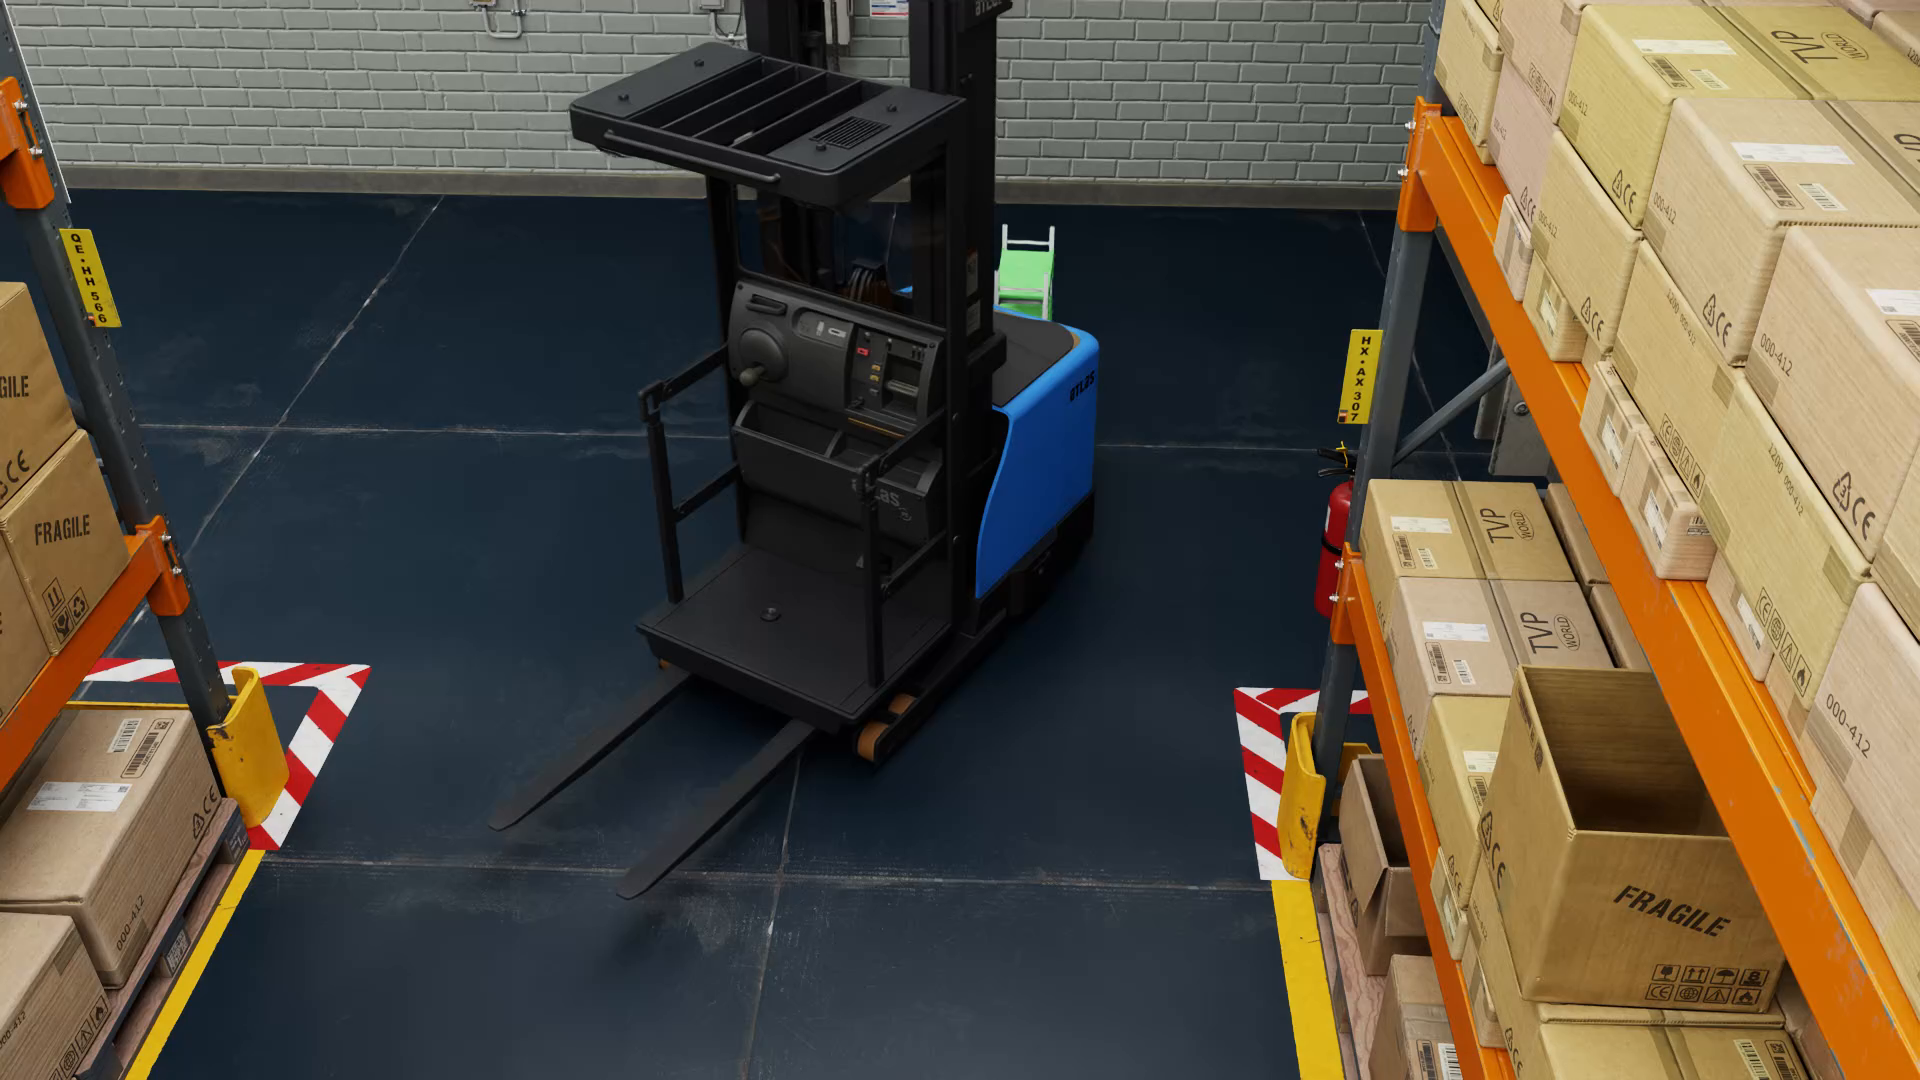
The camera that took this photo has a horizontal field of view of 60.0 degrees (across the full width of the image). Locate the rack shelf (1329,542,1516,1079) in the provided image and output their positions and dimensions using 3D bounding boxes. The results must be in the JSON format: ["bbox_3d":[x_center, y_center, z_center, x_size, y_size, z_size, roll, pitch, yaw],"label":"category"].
[{"bbox_3d":[1.691,1.312,3.900,1.077,0.370,4.000,1,35,2],"label":"rack shelf"}]

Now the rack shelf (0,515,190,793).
[{"bbox_3d":[-3.269,1.199,4.060,1.077,0.370,4.000,1,35,2],"label":"rack shelf"}]

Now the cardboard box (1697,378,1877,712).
[{"bbox_3d":[1.422,0.003,2.400,0.500,0.250,0.500,2,35,3],"label":"cardboard box"}]

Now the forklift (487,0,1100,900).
[{"bbox_3d":[-0.597,-0.637,6.107,1.130,2.935,3.031,20,40,26],"label":"forklift"}]

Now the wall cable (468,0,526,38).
[{"bbox_3d":[-2.985,-3.913,9.798,0.585,1.953,0.123,1,35,2],"label":"wall cable"}]

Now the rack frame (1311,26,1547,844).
[{"bbox_3d":[1.771,-0.132,5.328,1.000,3.000,0.127,1,35,2],"label":"rack frame"}]

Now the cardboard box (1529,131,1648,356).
[{"bbox_3d":[1.448,-0.584,3.236,0.500,0.250,0.500,0,35,0],"label":"cardboard box"}]

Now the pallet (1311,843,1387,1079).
[{"bbox_3d":[1.737,1.511,5.416,1.003,0.211,1.213,1,35,2],"label":"pallet"}]

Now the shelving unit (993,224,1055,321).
[{"bbox_3d":[0.296,-0.832,7.890,0.258,1.200,0.503,3,35,5],"label":"shelving unit"}]

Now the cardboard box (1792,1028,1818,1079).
[{"bbox_3d":[1.936,1.243,3.244,0.500,0.250,0.500,2,35,3],"label":"cardboard box"}]

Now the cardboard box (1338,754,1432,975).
[{"bbox_3d":[1.652,1.067,5.429,0.797,0.503,0.637,0,35,0],"label":"cardboard box"}]

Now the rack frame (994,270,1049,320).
[{"bbox_3d":[0.272,-0.692,7.691,0.240,1.200,0.015,3,35,5],"label":"rack frame"}]

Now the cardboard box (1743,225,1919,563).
[{"bbox_3d":[1.431,-0.204,2.260,0.500,0.250,0.500,2,35,3],"label":"cardboard box"}]

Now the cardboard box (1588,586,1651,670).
[{"bbox_3d":[1.996,0.375,4.480,0.500,0.250,0.500,1,35,2],"label":"cardboard box"}]

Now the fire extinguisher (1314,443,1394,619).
[{"bbox_3d":[1.315,-0.042,5.593,0.296,0.674,0.183,1,35,2],"label":"fire extinguisher"}]

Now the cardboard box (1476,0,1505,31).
[{"bbox_3d":[1.503,-1.374,3.925,0.500,0.250,0.500,1,35,1],"label":"cardboard box"}]

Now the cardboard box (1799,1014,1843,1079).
[{"bbox_3d":[1.936,0.950,3.009,0.500,0.500,0.500,0,35,1],"label":"cardboard box"}]

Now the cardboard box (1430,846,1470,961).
[{"bbox_3d":[1.383,0.893,4.089,0.380,0.149,0.250,0,35,1],"label":"cardboard box"}]

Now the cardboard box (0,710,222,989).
[{"bbox_3d":[-3.115,1.014,5.562,0.875,0.438,0.875,0,35,0],"label":"cardboard box"}]

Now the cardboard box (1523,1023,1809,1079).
[{"bbox_3d":[1.426,1.234,3.258,0.500,0.250,0.500,1,35,2],"label":"cardboard box"}]

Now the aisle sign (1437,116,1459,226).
[{"bbox_3d":[1.481,-1.241,4.646,0.394,0.787,0.004,1,35,2],"label":"aisle sign"}]

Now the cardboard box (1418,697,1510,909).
[{"bbox_3d":[1.447,0.644,4.097,0.500,0.250,0.500,1,35,1],"label":"cardboard box"}]

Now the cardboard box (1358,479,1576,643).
[{"bbox_3d":[1.484,0.063,4.924,0.500,0.250,0.500,2,35,2],"label":"cardboard box"}]

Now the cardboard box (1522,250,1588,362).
[{"bbox_3d":[1.398,-0.489,3.446,0.380,0.149,0.250,1,35,2],"label":"cardboard box"}]

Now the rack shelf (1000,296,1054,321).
[{"bbox_3d":[0.296,-0.976,7.789,0.258,0.148,0.480,3,35,5],"label":"rack shelf"}]

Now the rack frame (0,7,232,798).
[{"bbox_3d":[-3.188,-0.244,5.488,1.000,3.000,0.127,1,35,2],"label":"rack frame"}]

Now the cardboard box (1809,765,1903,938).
[{"bbox_3d":[1.377,0.393,2.192,0.380,0.149,0.250,1,35,2],"label":"cardboard box"}]

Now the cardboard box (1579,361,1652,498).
[{"bbox_3d":[1.368,-0.200,3.035,0.380,0.149,0.250,1,35,2],"label":"cardboard box"}]

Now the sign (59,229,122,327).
[{"bbox_3d":[-2.647,-0.794,5.058,0.100,0.325,0.005,1,35,2],"label":"sign"}]

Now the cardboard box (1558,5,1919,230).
[{"bbox_3d":[1.457,-0.794,3.099,0.500,0.250,0.500,1,35,1],"label":"cardboard box"}]

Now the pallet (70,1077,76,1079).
[{"bbox_3d":[-3.194,2.057,4.639,1.003,0.211,1.213,1,35,2],"label":"pallet"}]

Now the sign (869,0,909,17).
[{"bbox_3d":[-0.390,-3.421,10.091,0.329,0.494,0.001,1,35,2],"label":"sign"}]

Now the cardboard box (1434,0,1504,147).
[{"bbox_3d":[1.480,-1.170,4.070,0.500,0.250,0.500,1,35,1],"label":"cardboard box"}]

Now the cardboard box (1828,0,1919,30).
[{"bbox_3d":[2.011,-1.063,3.482,0.500,0.250,0.500,0,35,0],"label":"cardboard box"}]

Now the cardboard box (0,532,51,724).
[{"bbox_3d":[-2.979,0.286,4.647,0.500,0.500,0.500,1,35,1],"label":"cardboard box"}]

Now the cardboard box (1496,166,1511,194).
[{"bbox_3d":[1.542,-0.927,4.070,0.380,0.149,0.250,2,35,3],"label":"cardboard box"}]

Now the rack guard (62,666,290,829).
[{"bbox_3d":[-3.188,0.765,6.227,1.175,0.500,0.348,1,35,2],"label":"rack guard"}]

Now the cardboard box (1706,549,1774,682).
[{"bbox_3d":[1.421,0.095,2.616,0.380,0.149,0.250,2,35,2],"label":"cardboard box"}]
